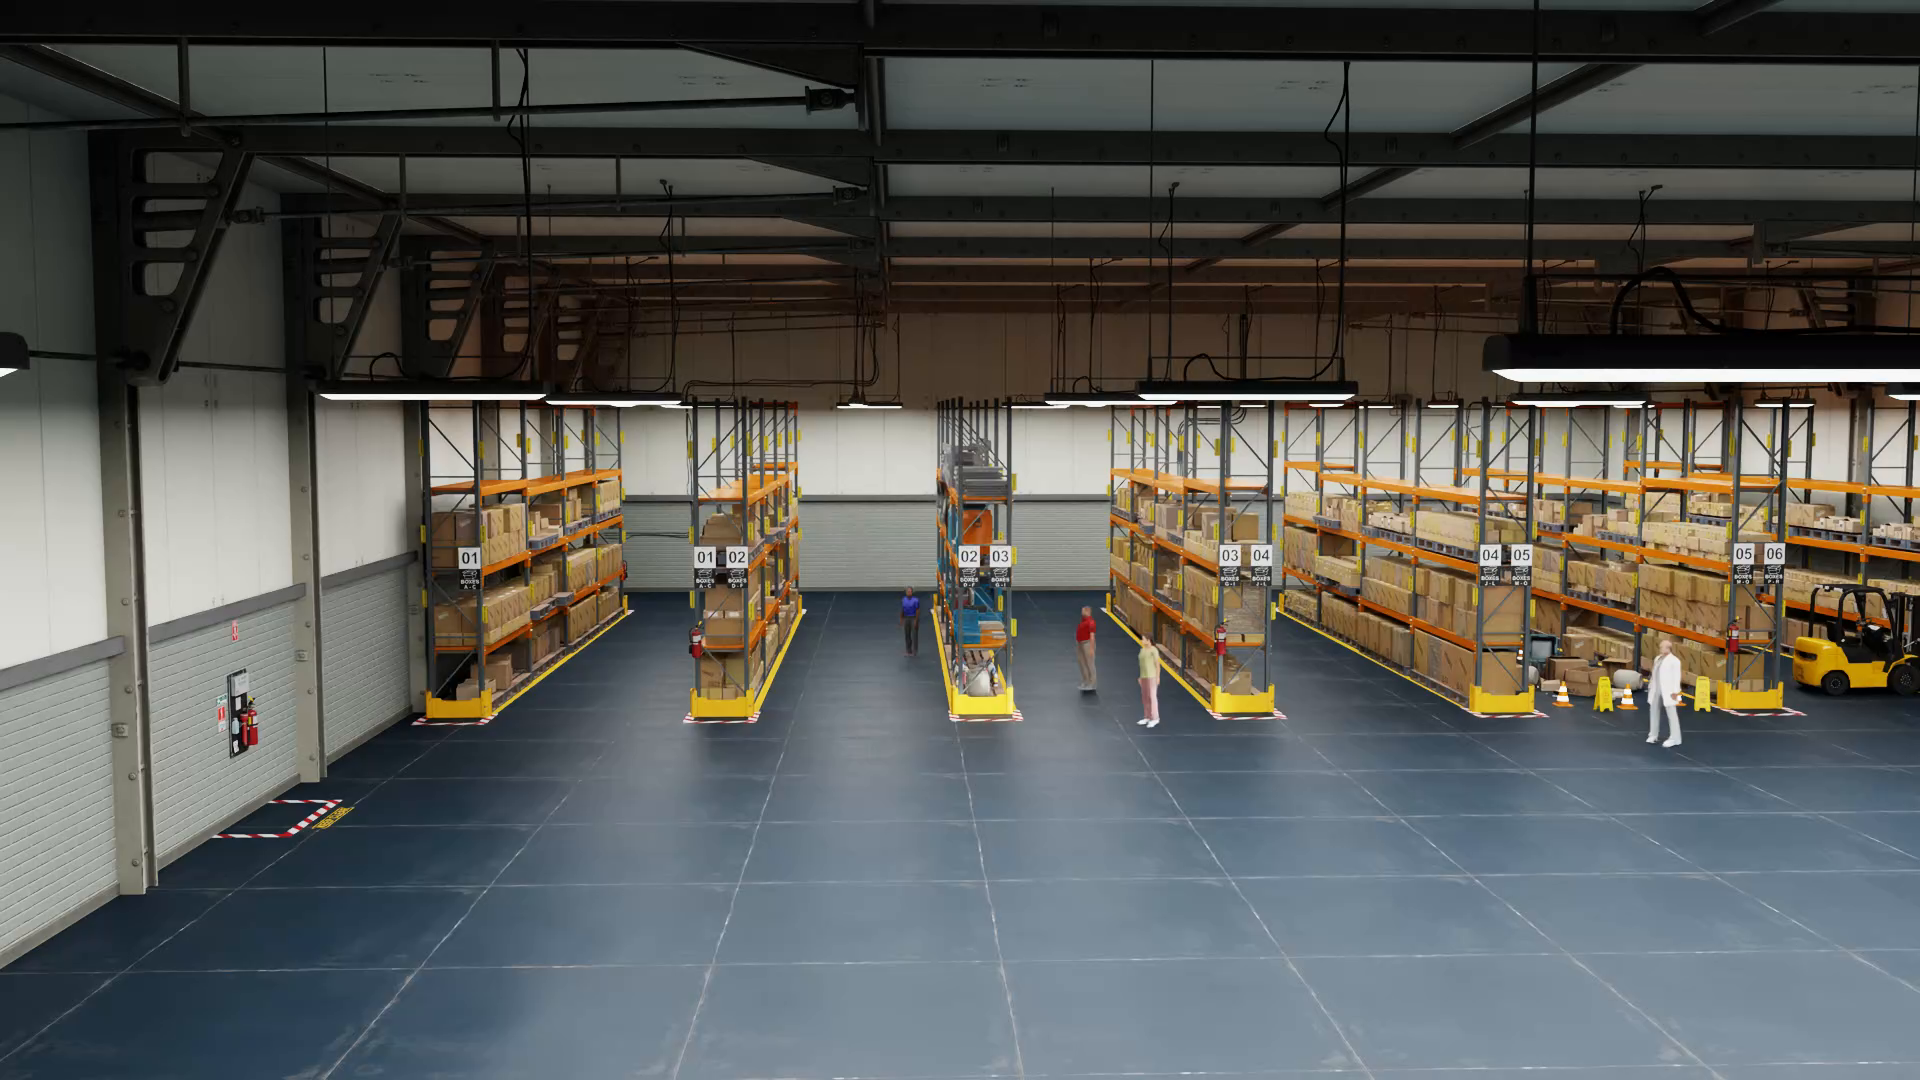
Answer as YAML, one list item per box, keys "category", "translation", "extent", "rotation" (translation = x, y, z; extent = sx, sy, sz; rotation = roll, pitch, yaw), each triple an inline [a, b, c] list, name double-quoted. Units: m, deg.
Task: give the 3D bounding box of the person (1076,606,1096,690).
- category: "person"
  translation: [2.597, 2.232, 34.205]
  extent: [0.406, 1.766, 0.645]
  rotation: [-2, 5, -25]

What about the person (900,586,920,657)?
- category: "person"
  translation: [-1.167, 1.955, 38.702]
  extent: [0.491, 1.545, 0.386]
  rotation: [2, 5, 22]

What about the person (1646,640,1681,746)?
- category: "person"
  translation: [12.082, 2.717, 28.641]
  extent: [0.446, 1.583, 0.622]
  rotation: [-3, 5, -36]

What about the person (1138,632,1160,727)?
- category: "person"
  translation: [3.439, 2.548, 30.456]
  extent: [0.392, 1.714, 0.519]
  rotation: [-3, 5, -34]
